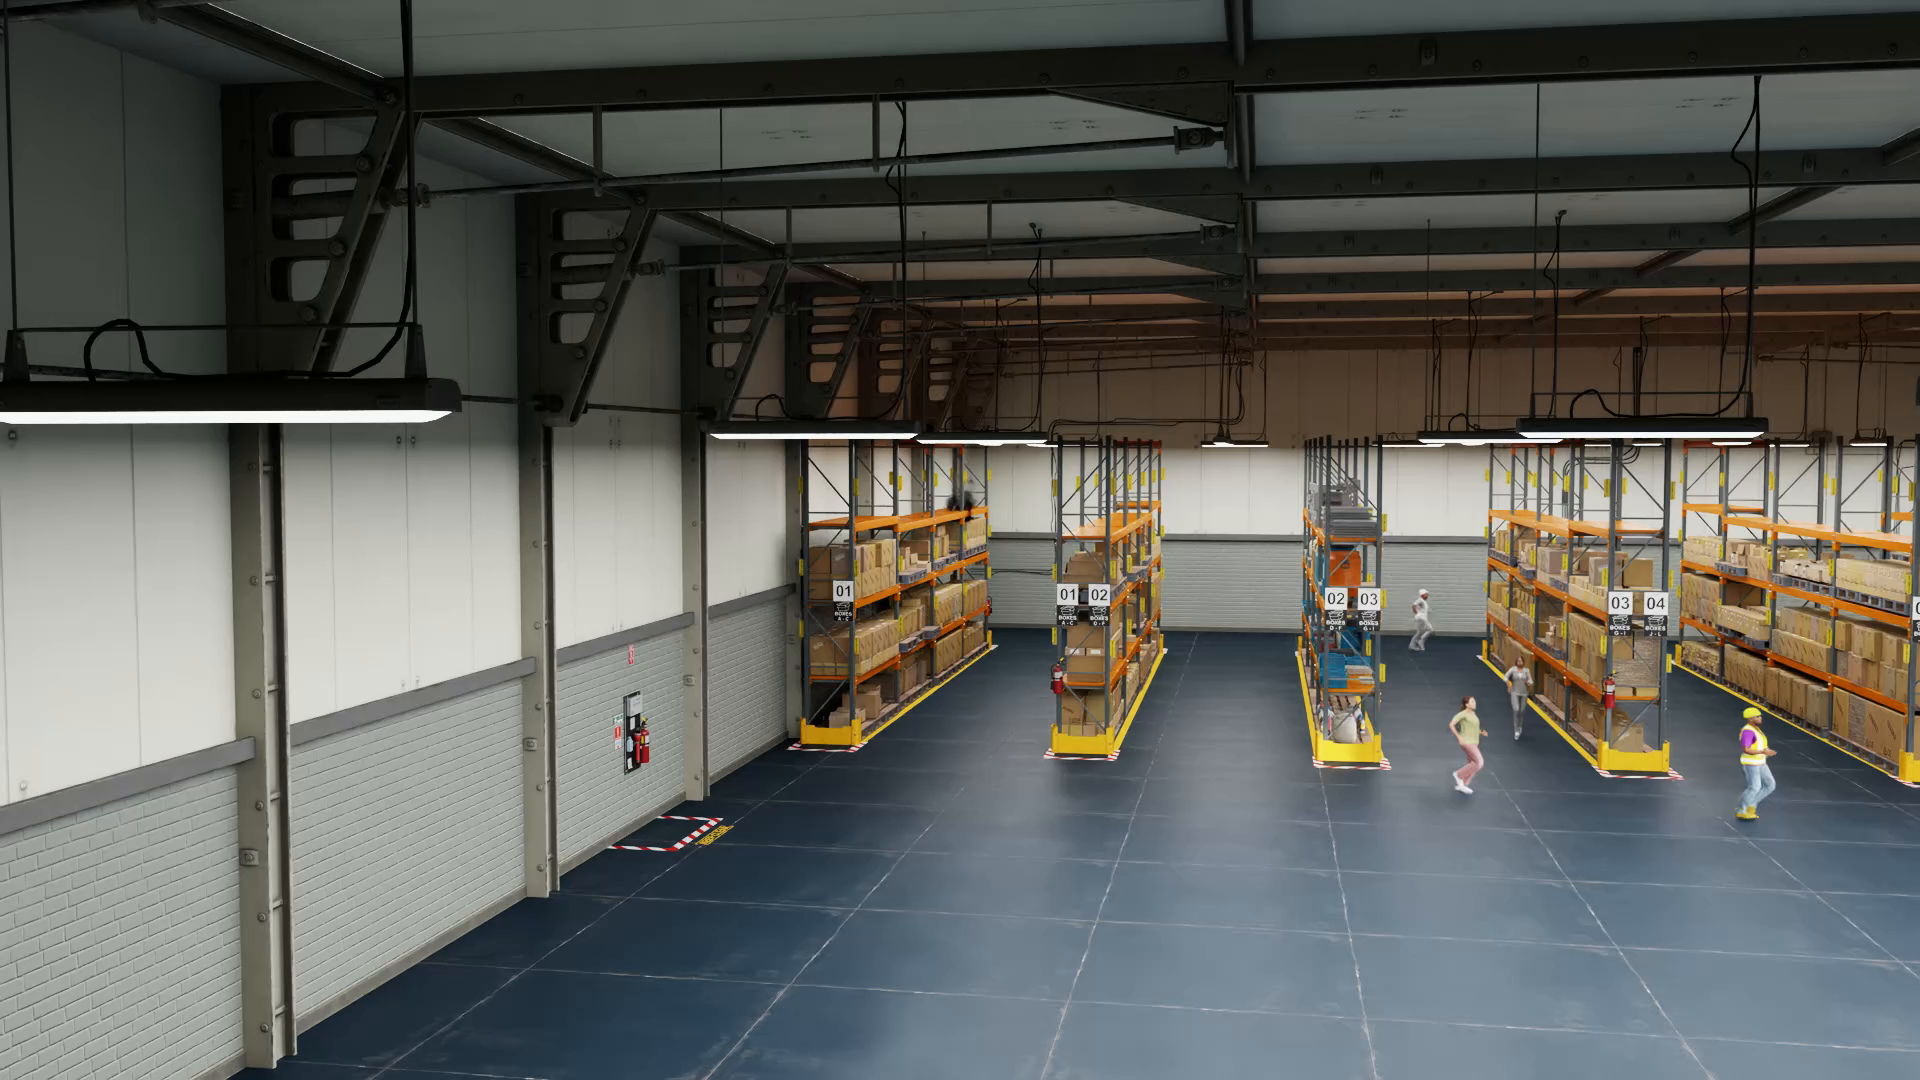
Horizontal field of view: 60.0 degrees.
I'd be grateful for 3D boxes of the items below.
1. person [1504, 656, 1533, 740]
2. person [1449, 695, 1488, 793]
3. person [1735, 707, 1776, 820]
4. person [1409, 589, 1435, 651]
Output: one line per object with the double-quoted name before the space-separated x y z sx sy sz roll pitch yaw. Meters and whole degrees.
"person" 11.155 3.122 33.184 0.522 1.636 0.690 0 3 9
"person" 8.514 3.405 27.703 0.550 1.637 0.568 3 4 43
"person" 12.296 3.459 25.636 0.629 1.754 0.680 3 4 43
"person" 13.171 2.277 47.392 0.725 1.756 0.669 1 3 15
